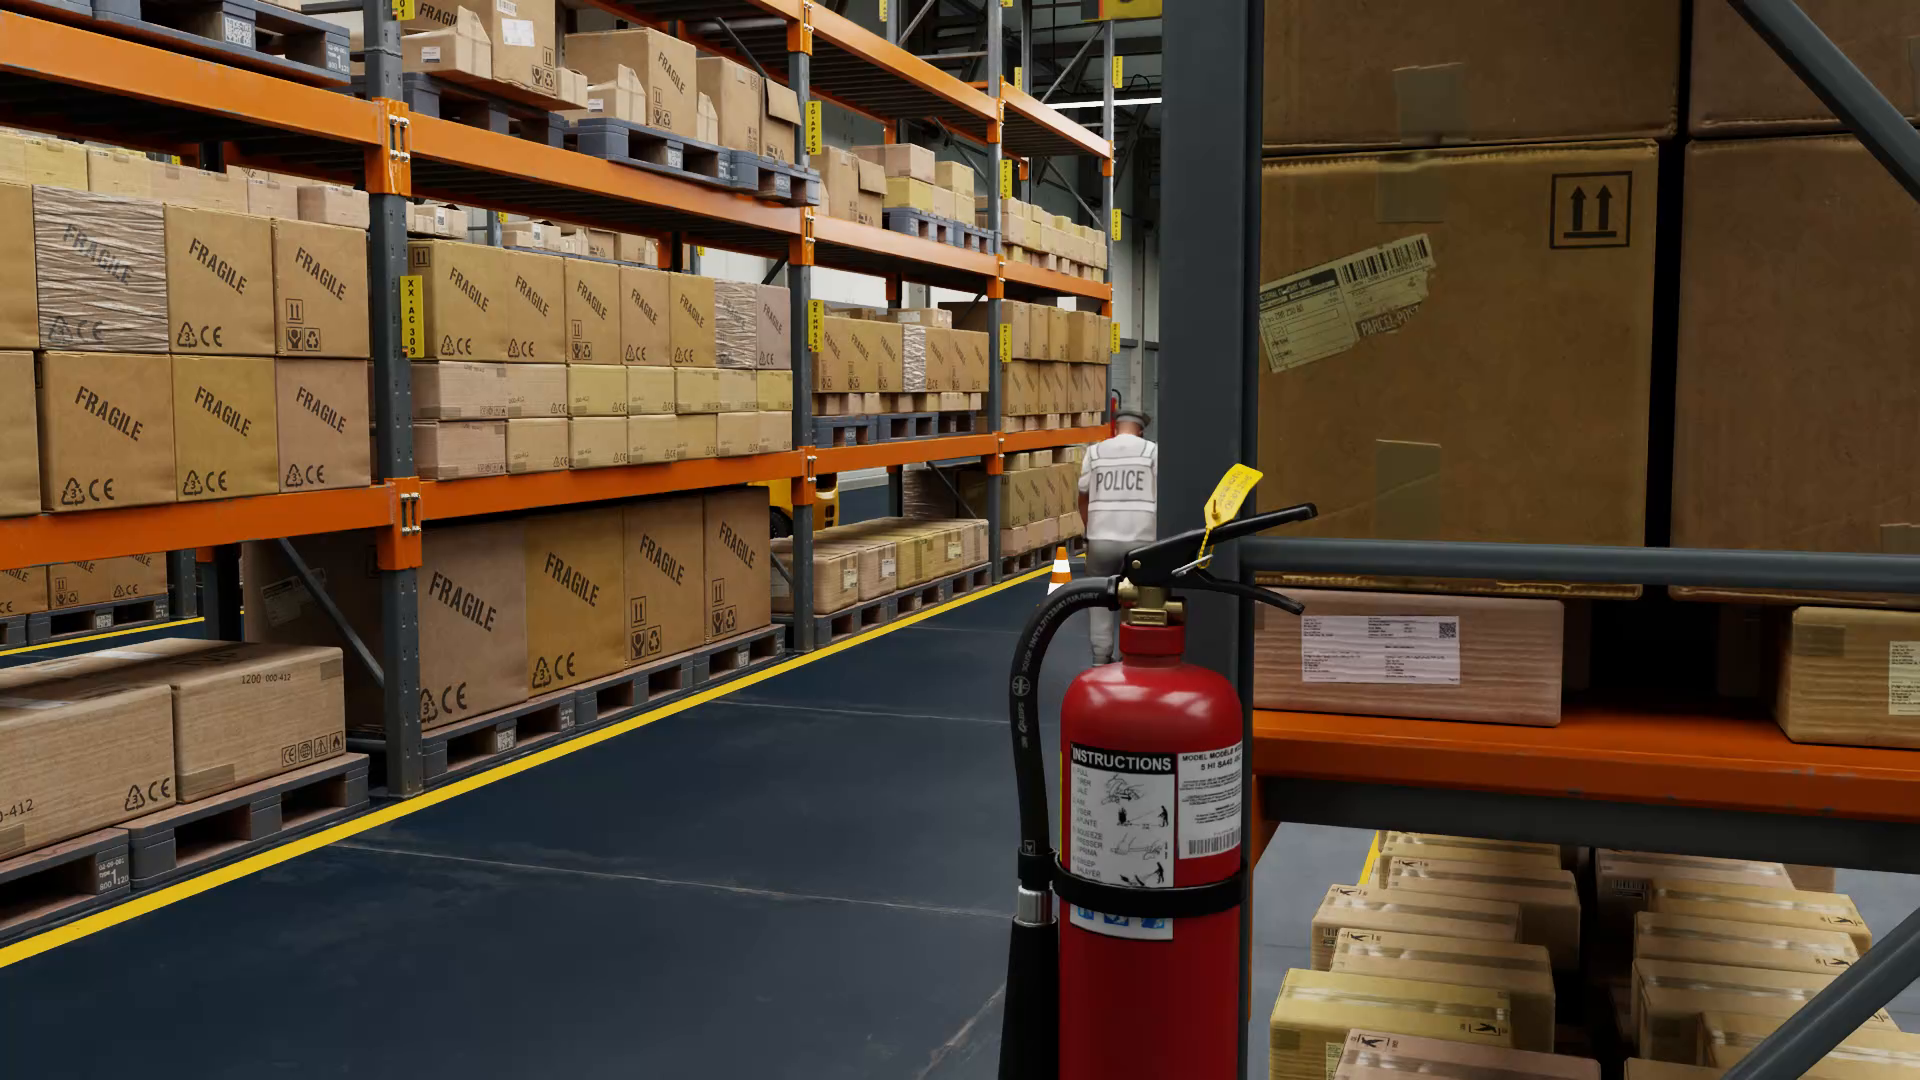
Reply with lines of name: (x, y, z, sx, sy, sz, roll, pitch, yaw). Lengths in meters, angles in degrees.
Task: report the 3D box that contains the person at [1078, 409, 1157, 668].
person: (0.983, -0.002, 10.053, 0.584, 1.572, 0.682, 2, 5, 19)
